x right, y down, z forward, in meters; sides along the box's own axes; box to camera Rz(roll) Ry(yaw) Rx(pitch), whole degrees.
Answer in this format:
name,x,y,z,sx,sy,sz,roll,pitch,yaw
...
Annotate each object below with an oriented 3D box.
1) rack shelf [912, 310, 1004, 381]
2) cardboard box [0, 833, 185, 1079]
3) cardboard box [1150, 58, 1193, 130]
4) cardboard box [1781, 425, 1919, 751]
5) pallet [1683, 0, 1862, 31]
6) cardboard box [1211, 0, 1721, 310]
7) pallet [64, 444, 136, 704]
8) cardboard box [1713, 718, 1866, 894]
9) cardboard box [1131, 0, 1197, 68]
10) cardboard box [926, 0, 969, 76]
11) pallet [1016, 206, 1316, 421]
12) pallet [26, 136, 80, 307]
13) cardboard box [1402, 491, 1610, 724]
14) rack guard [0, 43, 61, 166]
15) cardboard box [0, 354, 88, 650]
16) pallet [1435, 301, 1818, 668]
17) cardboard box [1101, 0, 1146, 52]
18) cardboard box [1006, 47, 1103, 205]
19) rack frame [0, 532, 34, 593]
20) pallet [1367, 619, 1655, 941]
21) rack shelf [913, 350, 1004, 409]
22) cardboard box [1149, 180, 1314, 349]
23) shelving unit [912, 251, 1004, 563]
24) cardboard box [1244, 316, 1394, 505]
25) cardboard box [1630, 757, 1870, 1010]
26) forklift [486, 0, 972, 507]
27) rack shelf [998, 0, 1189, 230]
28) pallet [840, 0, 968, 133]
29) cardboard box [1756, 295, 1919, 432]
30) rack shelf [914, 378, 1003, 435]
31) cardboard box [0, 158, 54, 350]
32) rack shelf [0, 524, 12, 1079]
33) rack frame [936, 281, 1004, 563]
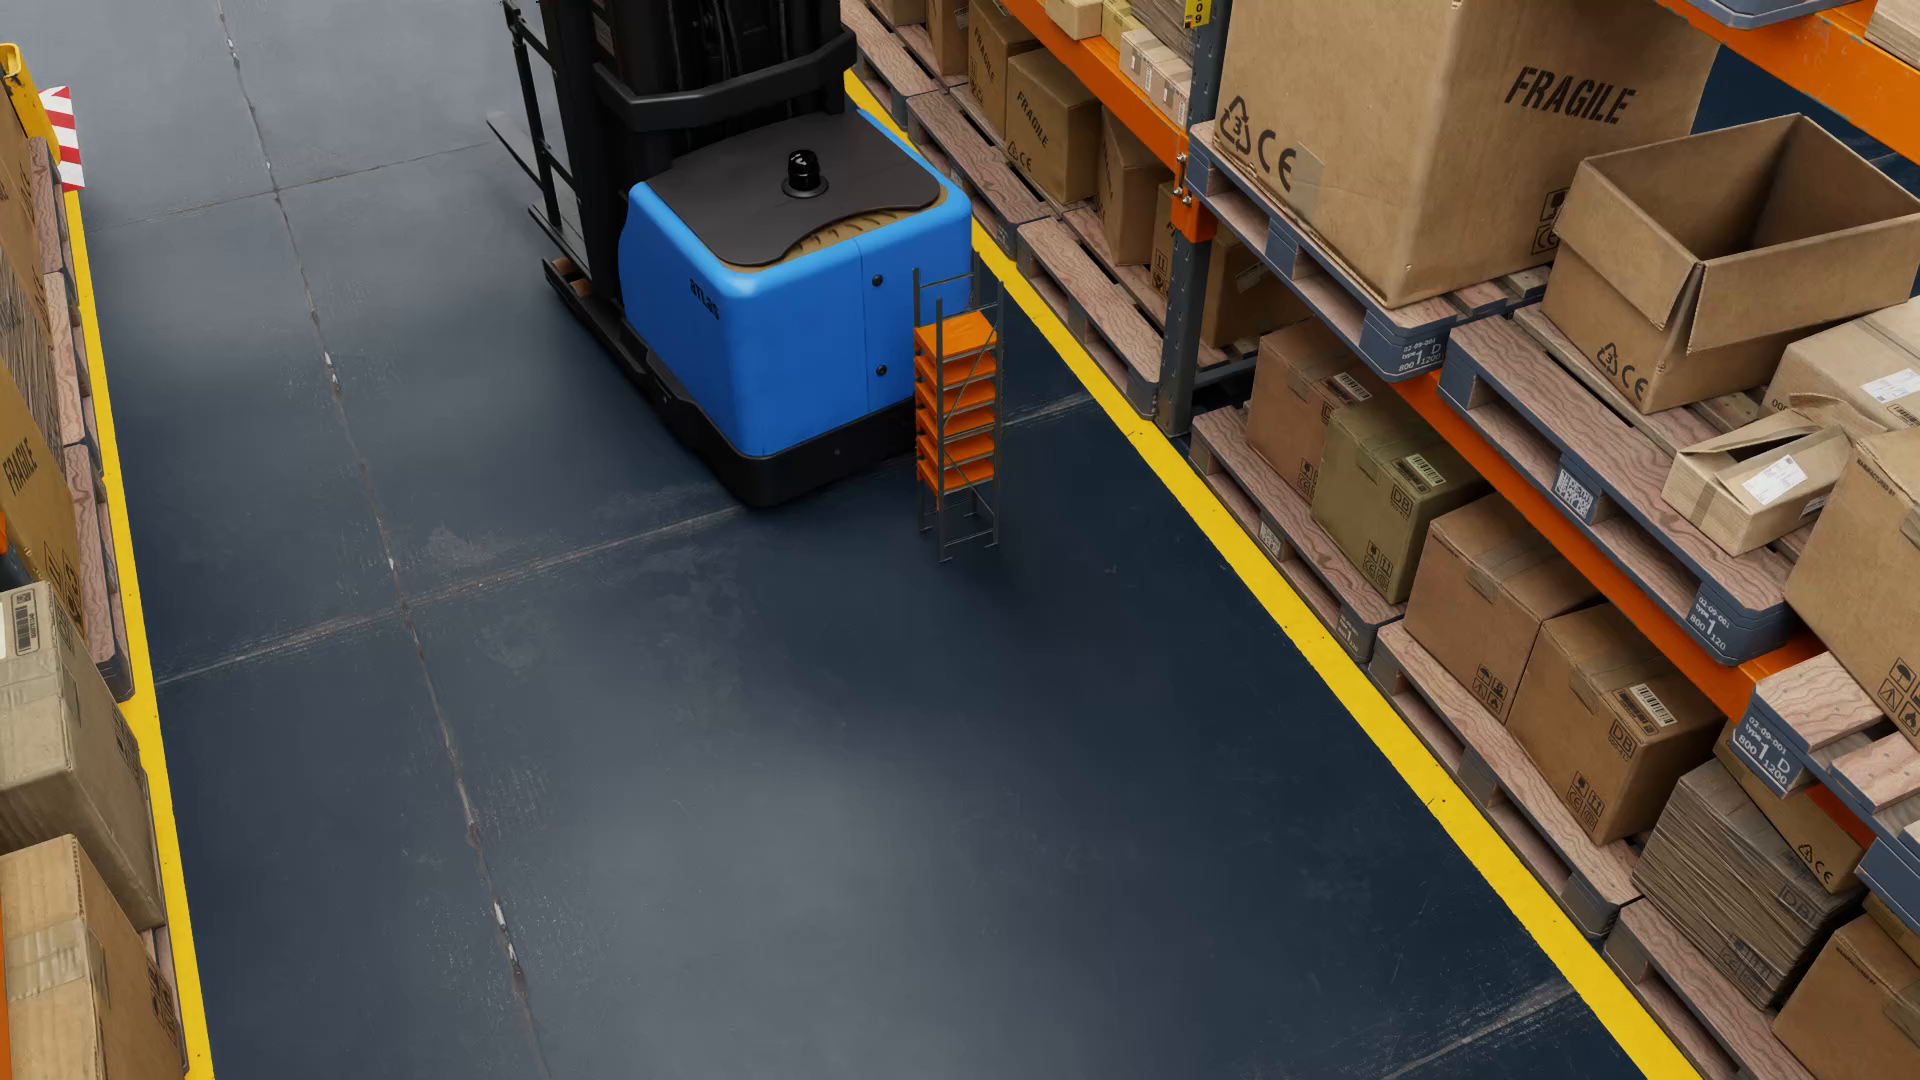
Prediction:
name,x,y,z,sx,sy,sz,roll,pitch,yaw
rack shelf,-0.006,-0.661,5.616,0.258,0.103,0.180,-18,47,-17
cardboard box,-2.534,1.384,4.015,1.050,0.750,0.750,-18,47,-17
cardboard box,0.907,-1.614,5.929,0.380,0.149,0.250,-18,47,-17
cardboard box,2.357,0.053,3.691,0.700,0.500,0.500,-12,46,-12
pallet,1.866,-1.569,3.702,1.213,0.211,1.003,-18,47,-17
cardboard box,1.471,-1.468,4.876,1.000,1.000,1.000,-18,47,-17
pallet,-3.528,0.232,5.864,1.003,0.211,1.213,-18,47,-17
cardboard box,2.405,0.609,4.429,0.500,0.250,0.500,-13,46,-13
cardboard box,1.131,-2.099,5.959,0.875,0.500,0.500,-18,47,-17
cardboard box,0.112,-2.688,8.319,0.500,0.500,0.500,-7,45,-7
pallet,0.949,-1.078,7.192,1.003,0.211,1.213,-18,47,-17
pallet,-4.554,-1.323,7.440,1.003,0.211,1.213,-18,47,-17
cardboard box,1.922,0.144,5.435,0.700,0.500,0.500,-22,49,-21
rack guard,-4.971,-1.927,7.847,1.175,0.500,0.348,-18,47,-17
cardboard box,-3.480,-0.067,5.396,0.875,0.875,0.875,-17,47,-17
pallet,2.076,-0.285,4.540,1.003,0.211,1.213,-18,47,-17
cardboard box,0.760,-1.953,6.272,0.380,0.149,0.250,-18,47,-17
cardboard box,0.552,-1.915,7.535,0.500,0.500,0.500,-22,49,-21
rack frame,-3.279,-0.253,4.370,1.000,3.000,0.127,-18,47,-17
pallet,2.109,0.614,5.477,1.003,0.211,1.213,-18,47,-17
rack shelf,-0.006,-0.576,5.701,0.258,0.103,0.180,-18,47,-17
cardboard box,1.132,-1.179,6.790,0.500,0.500,0.500,-19,48,-19
shelving unit,-0.006,-0.436,5.838,0.258,1.200,0.189,-18,47,-17
cardboard box,1.503,-0.522,6.110,0.700,0.500,0.500,-22,49,-20
cardboard box,2.401,0.859,4.711,0.700,0.500,0.500,-22,49,-21
forklift,-1.171,-2.178,6.371,1.130,2.935,3.031,-25,50,-23
rack shelf,0.423,-2.671,7.334,1.077,0.370,4.000,-18,47,-17
pallet,-0.076,-2.633,8.768,1.003,0.211,1.213,-18,47,-17
cardboard box,2.450,-0.336,4.263,0.500,0.250,0.500,-19,48,-19
rack shelf,-0.006,-0.490,5.785,0.258,0.103,0.180,-18,47,-17
cardboard box,-4.244,-1.222,6.567,0.875,0.875,0.875,-19,48,-18
rack shelf,-2.438,1.278,3.331,1.077,0.370,4.000,-18,47,-17
rack frame,0.032,-0.378,5.779,0.240,1.200,0.006,-18,47,-17
